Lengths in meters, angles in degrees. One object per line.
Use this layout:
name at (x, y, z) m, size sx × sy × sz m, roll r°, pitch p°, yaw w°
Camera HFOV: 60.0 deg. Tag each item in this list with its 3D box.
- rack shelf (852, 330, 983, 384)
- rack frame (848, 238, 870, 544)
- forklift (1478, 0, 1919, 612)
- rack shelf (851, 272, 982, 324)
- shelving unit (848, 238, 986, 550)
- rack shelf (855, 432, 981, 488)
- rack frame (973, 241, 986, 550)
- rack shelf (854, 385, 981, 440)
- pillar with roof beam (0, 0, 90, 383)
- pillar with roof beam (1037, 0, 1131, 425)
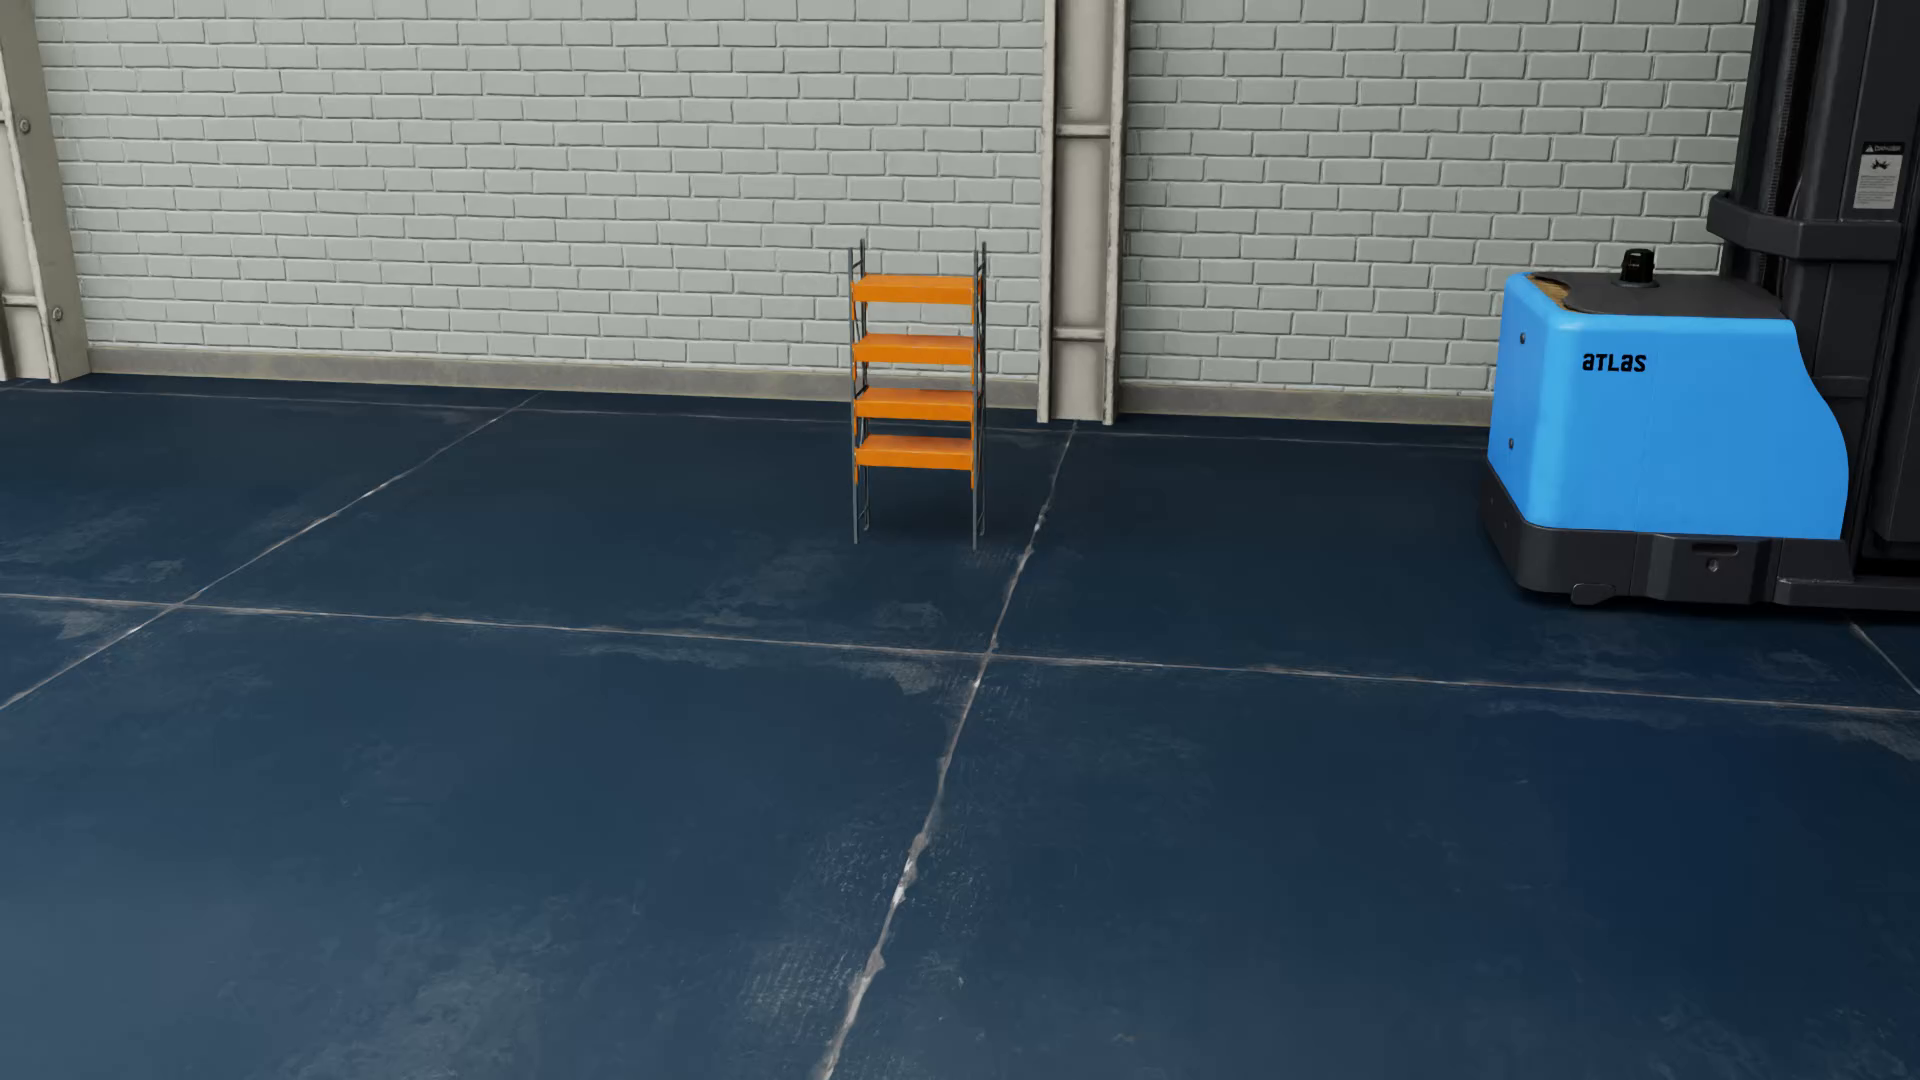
rack shelf at (-0.163, -0.726, 6.588) m, size 0.480 × 0.148 × 0.258 m, roll 3°, pitch 19°, yaw 9°
rack frame at (-0.404, -0.590, 6.674) m, size 0.015 × 1.200 × 0.240 m, roll 3°, pitch 19°, yaw 9°
forklift at (3.598, -1.236, 5.878) m, size 3.031 × 2.935 × 1.130 m, roll 2°, pitch 19°, yaw 7°
rack shelf at (-0.163, -0.950, 6.513) m, size 0.480 × 0.148 × 0.258 m, roll 3°, pitch 19°, yaw 9°
shelving unit at (-0.163, -0.577, 6.638) m, size 0.503 × 1.200 × 0.258 m, roll 3°, pitch 19°, yaw 9°
rack shelf at (-0.163, -0.325, 6.722) m, size 0.480 × 0.148 × 0.258 m, roll 3°, pitch 19°, yaw 9°
rack frame at (0.077, -0.565, 6.601) m, size 0.015 × 1.200 × 0.240 m, roll 3°, pitch 19°, yaw 9°
rack shelf at (-0.163, -0.514, 6.659) m, size 0.480 × 0.148 × 0.258 m, roll 3°, pitch 19°, yaw 9°
pillar with roof beam at (-5.986, -3.871, 4.189) m, size 0.400 × 9.000 × 9.100 m, roll 3°, pitch 19°, yaw 9°
pillar with roof beam at (-0.062, -3.569, 3.287) m, size 0.400 × 9.000 × 9.100 m, roll 3°, pitch 19°, yaw 9°
